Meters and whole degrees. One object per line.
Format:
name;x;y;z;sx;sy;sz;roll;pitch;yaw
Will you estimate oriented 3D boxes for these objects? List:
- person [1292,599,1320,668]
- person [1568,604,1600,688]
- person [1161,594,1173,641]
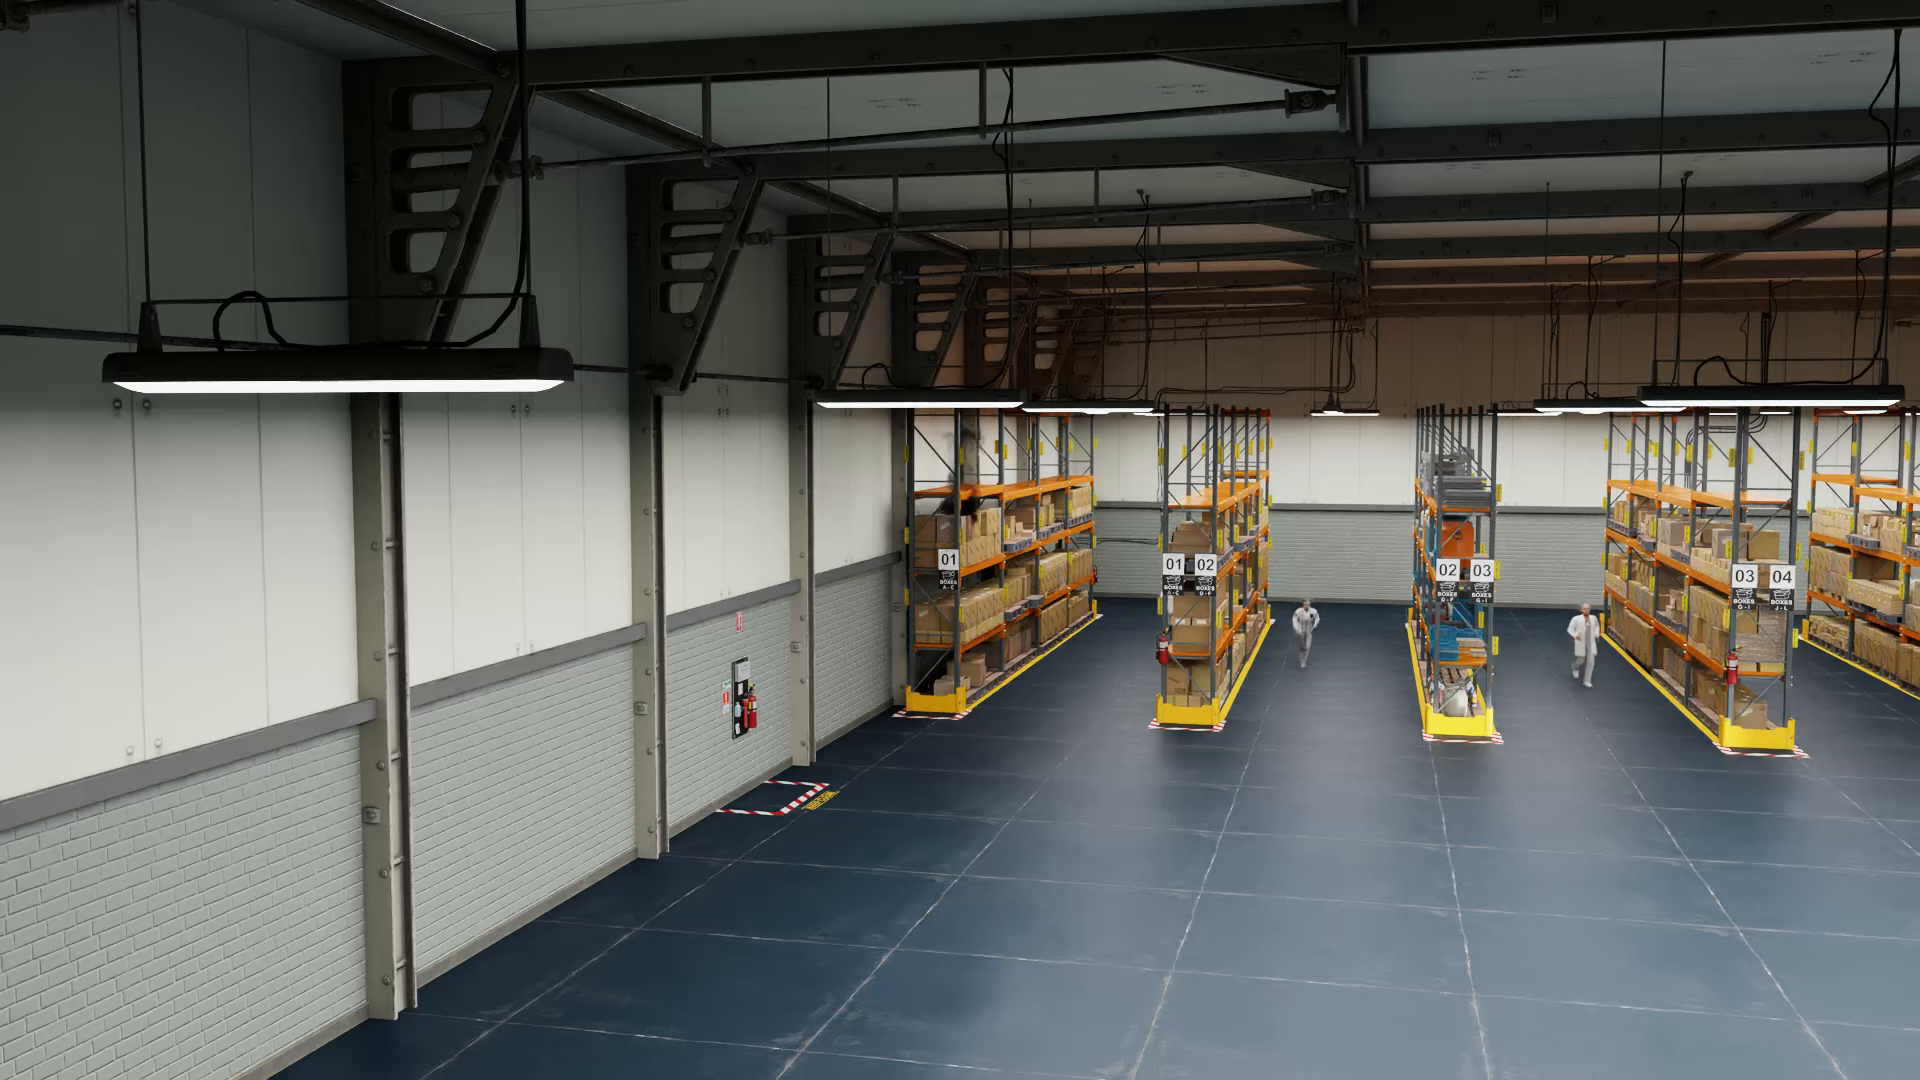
person;8.012;2.137;38.563;0.614;1.627;0.795;0;4;4
person;13.428;2.250;35.739;0.712;1.764;0.918;0;4;2
person;5.365;1.819;41.804;0.714;1.731;0.791;1;4;10
